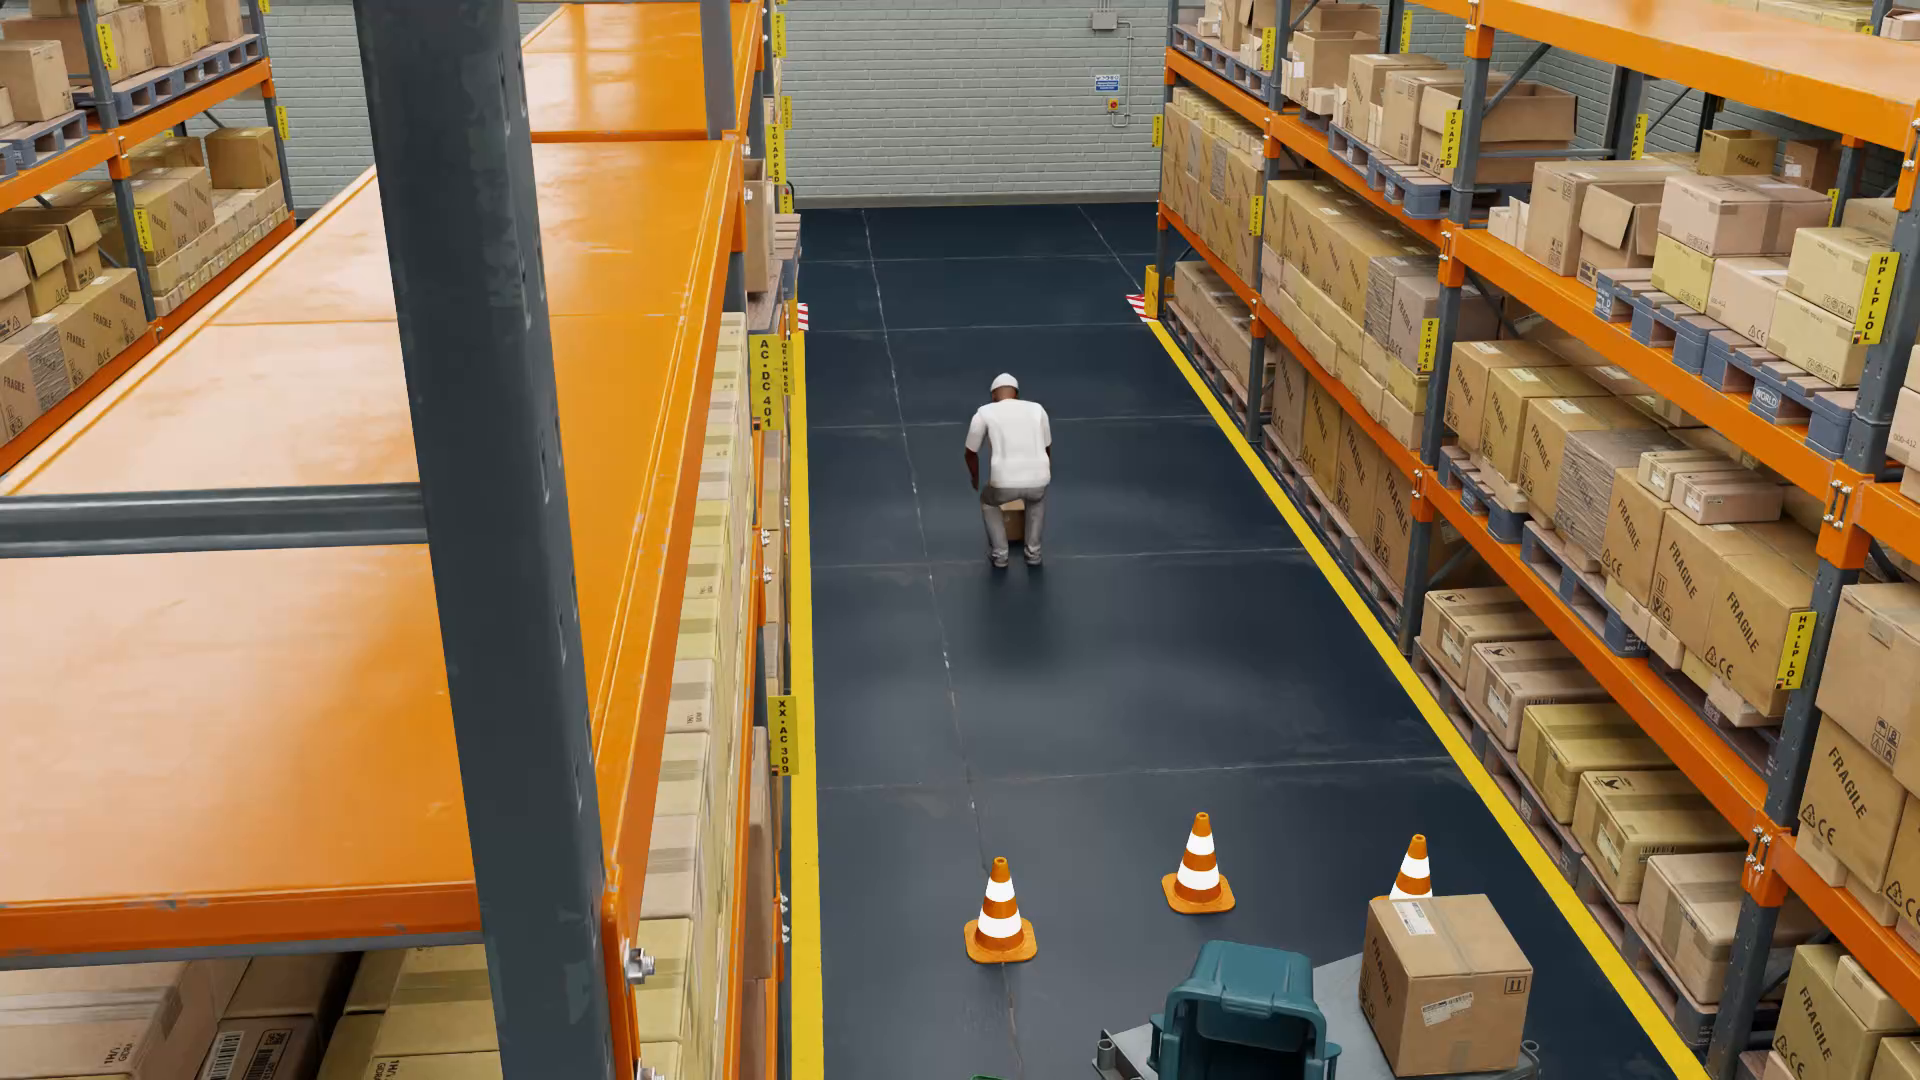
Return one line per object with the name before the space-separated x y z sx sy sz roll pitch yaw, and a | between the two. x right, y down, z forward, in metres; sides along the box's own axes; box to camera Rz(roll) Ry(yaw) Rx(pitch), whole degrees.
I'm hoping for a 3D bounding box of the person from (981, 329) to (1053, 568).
person | 0.387 -0.686 11.872 0.504 1.761 0.578 -2 24 -4
